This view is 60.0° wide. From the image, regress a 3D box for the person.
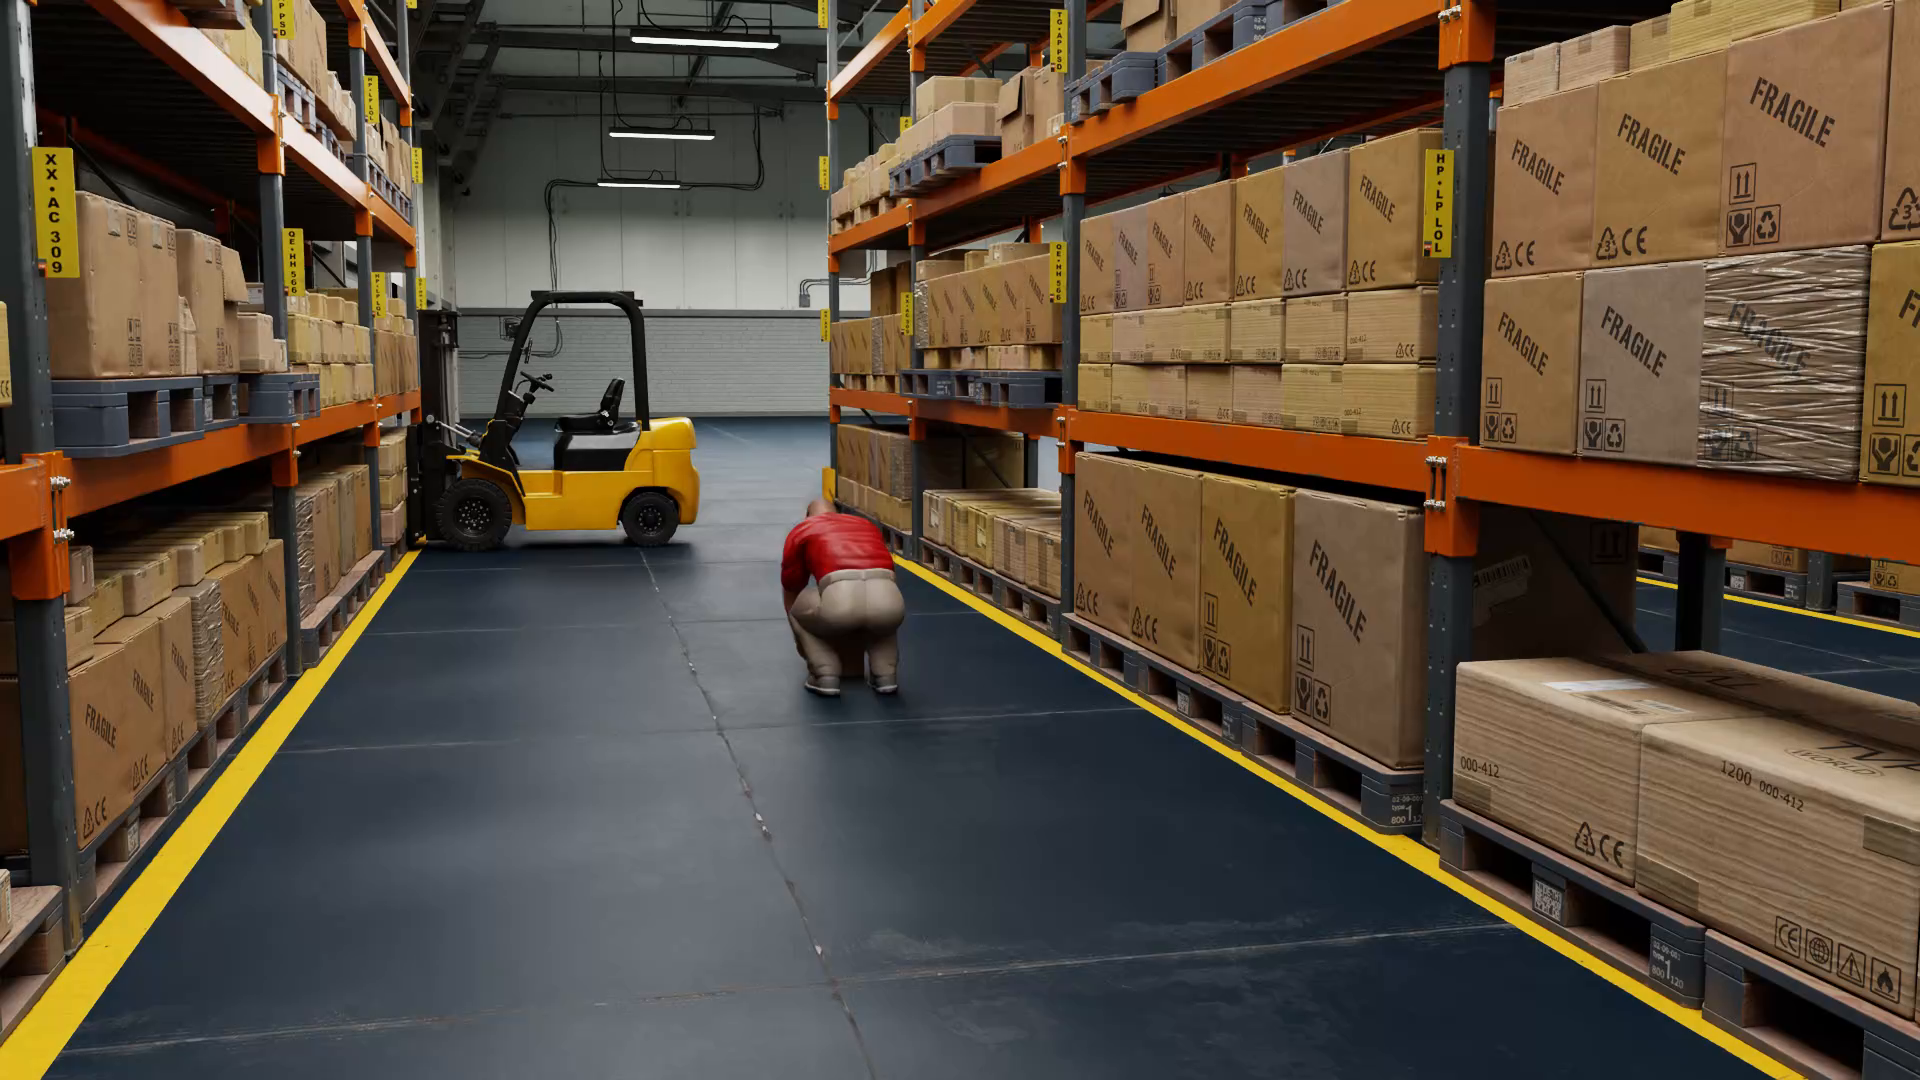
[{"bbox_3d":[-0.561,0.269,8.017,0.564,0.888,0.870,-1,6,-14],"label":"person"}]
